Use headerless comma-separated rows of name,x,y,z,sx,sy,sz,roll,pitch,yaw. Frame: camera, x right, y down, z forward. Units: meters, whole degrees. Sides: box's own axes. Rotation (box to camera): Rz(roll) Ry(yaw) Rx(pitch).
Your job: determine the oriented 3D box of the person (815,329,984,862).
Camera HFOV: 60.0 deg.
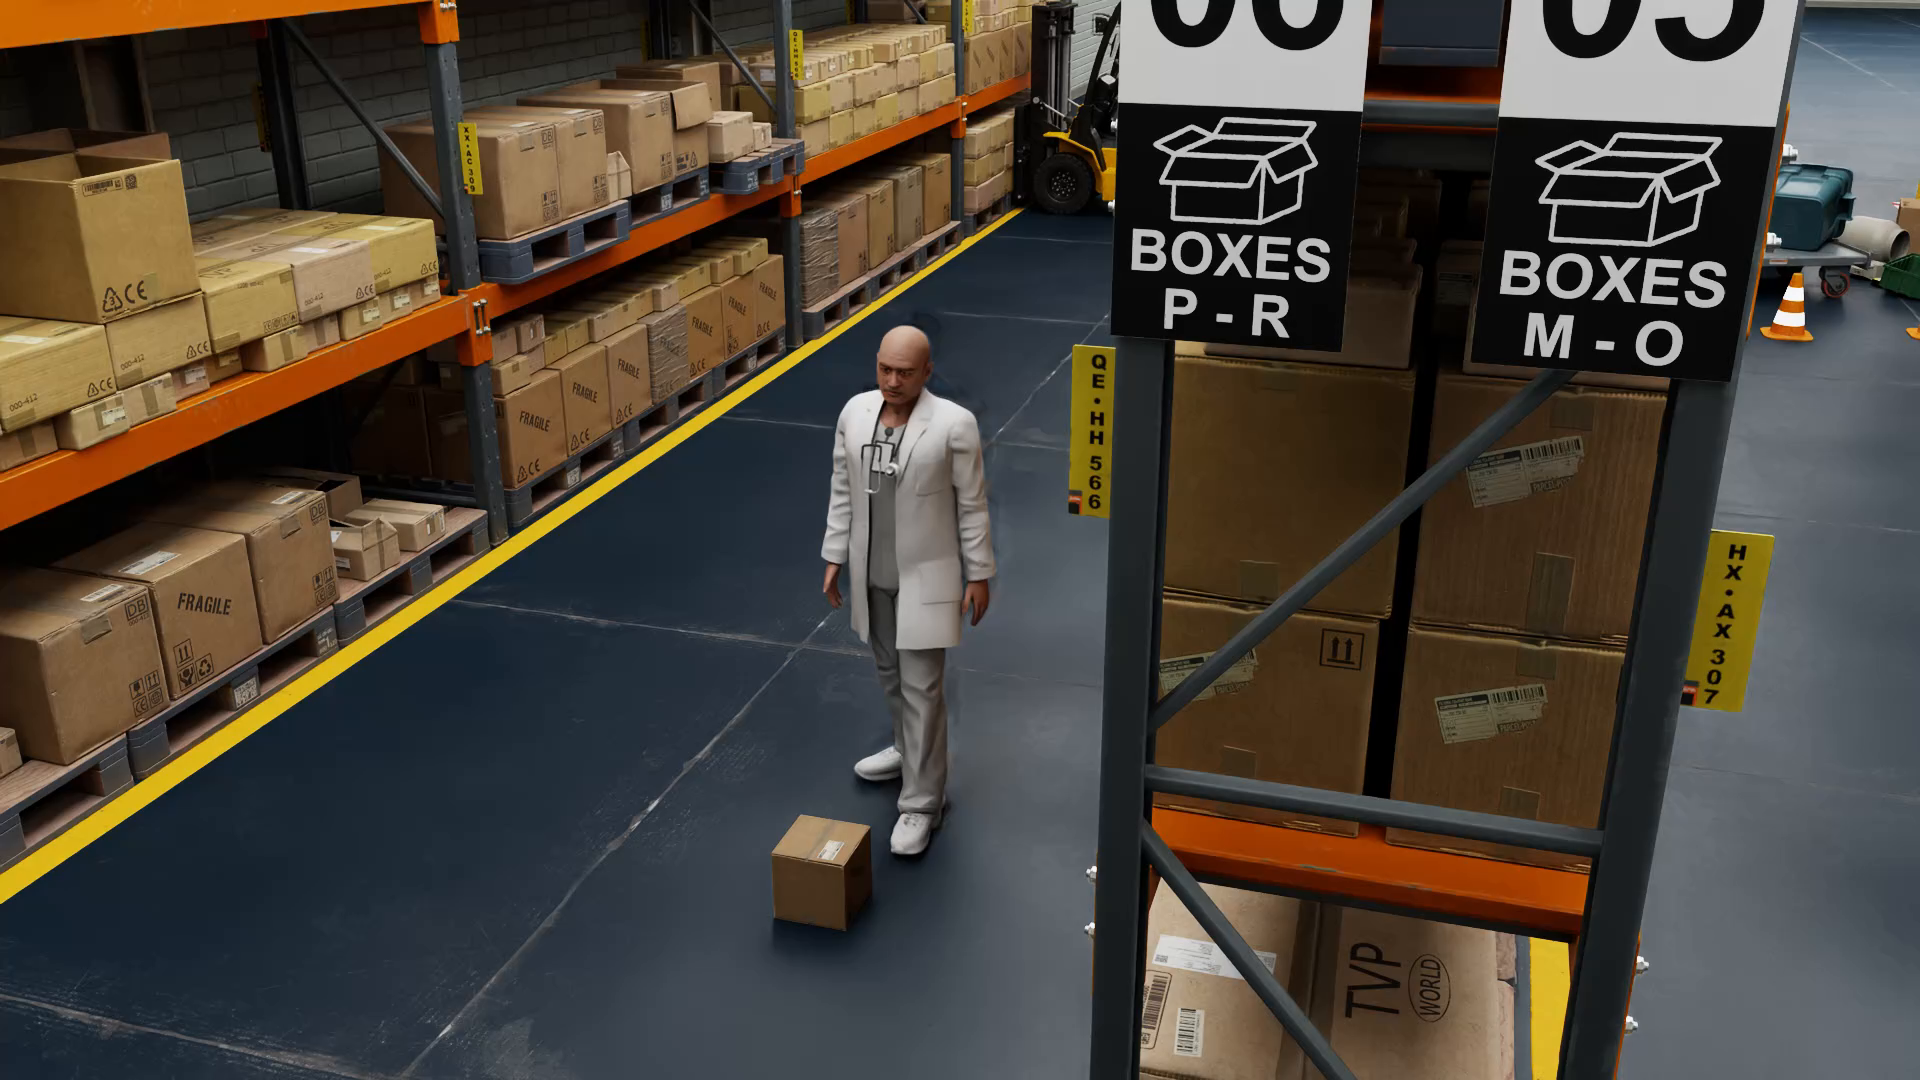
person,-0.246,0.240,5.743,0.619,1.574,0.745,11,24,25
